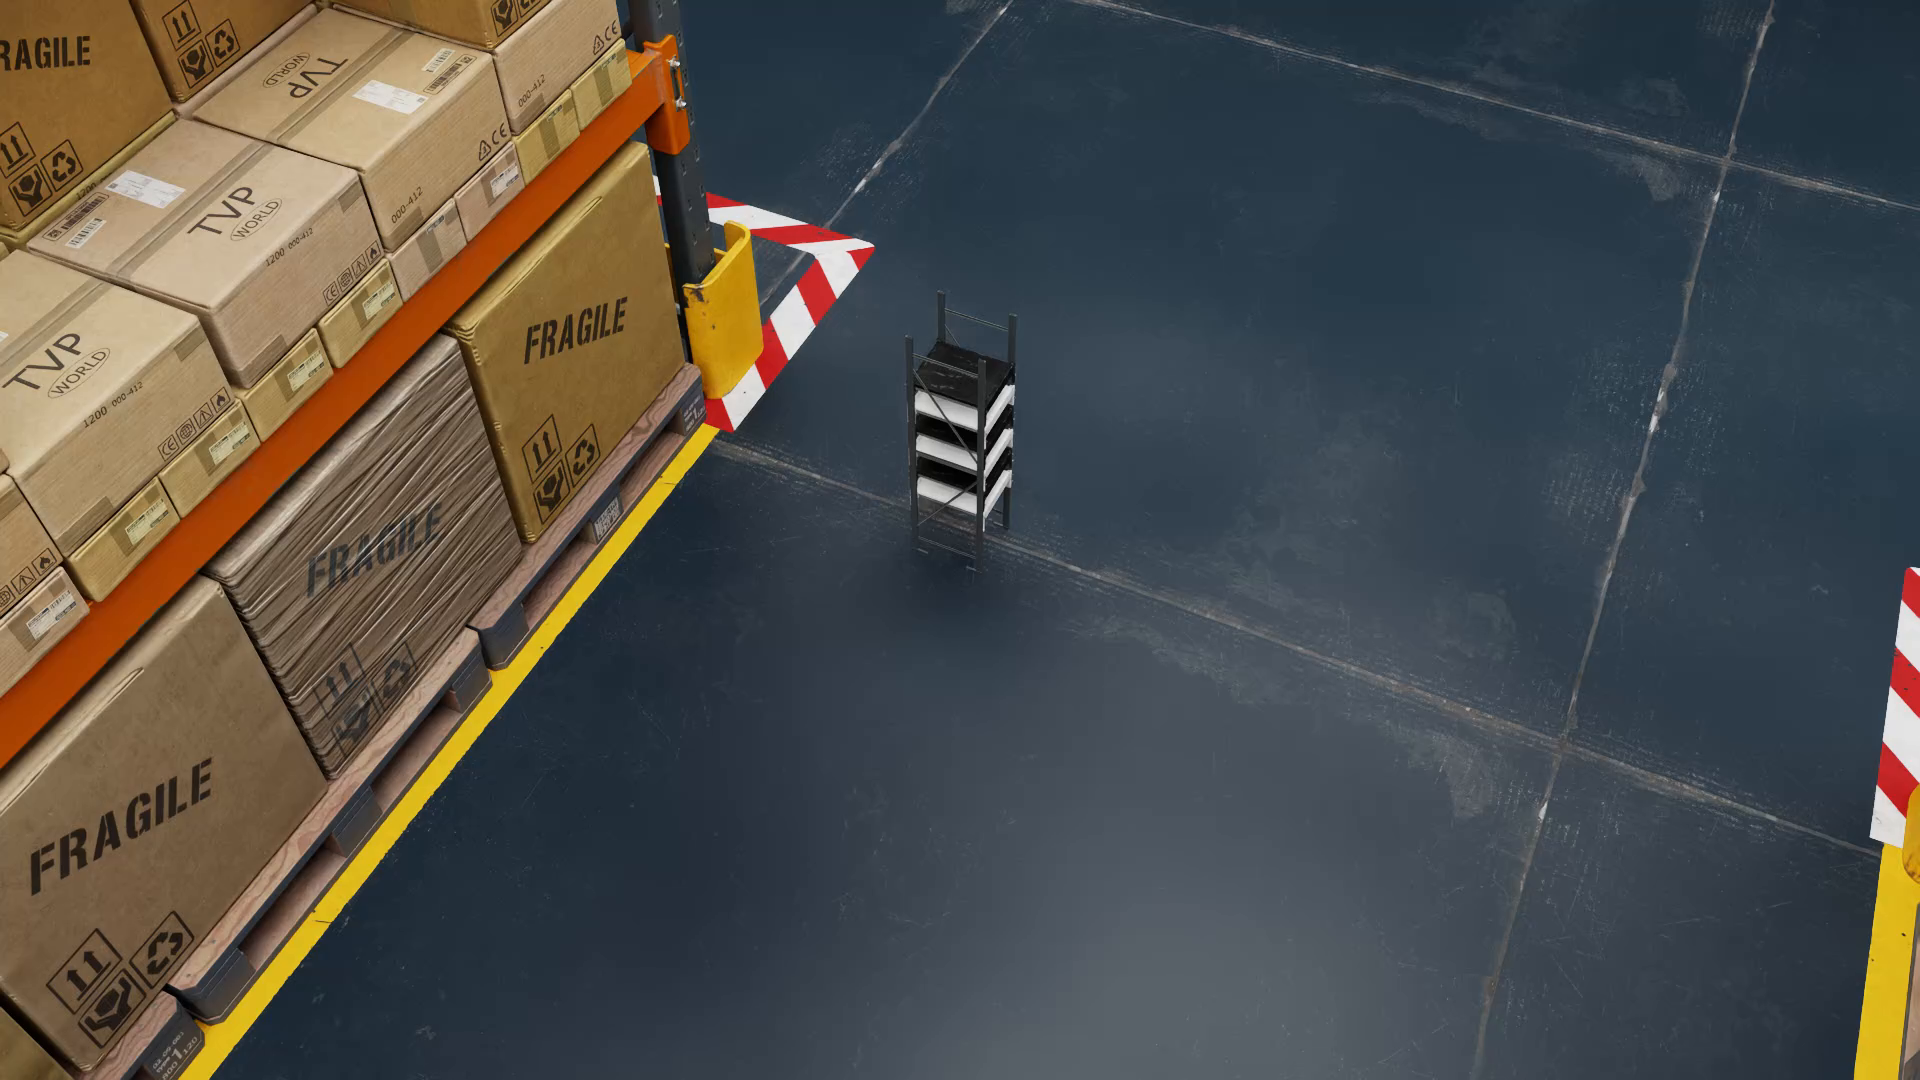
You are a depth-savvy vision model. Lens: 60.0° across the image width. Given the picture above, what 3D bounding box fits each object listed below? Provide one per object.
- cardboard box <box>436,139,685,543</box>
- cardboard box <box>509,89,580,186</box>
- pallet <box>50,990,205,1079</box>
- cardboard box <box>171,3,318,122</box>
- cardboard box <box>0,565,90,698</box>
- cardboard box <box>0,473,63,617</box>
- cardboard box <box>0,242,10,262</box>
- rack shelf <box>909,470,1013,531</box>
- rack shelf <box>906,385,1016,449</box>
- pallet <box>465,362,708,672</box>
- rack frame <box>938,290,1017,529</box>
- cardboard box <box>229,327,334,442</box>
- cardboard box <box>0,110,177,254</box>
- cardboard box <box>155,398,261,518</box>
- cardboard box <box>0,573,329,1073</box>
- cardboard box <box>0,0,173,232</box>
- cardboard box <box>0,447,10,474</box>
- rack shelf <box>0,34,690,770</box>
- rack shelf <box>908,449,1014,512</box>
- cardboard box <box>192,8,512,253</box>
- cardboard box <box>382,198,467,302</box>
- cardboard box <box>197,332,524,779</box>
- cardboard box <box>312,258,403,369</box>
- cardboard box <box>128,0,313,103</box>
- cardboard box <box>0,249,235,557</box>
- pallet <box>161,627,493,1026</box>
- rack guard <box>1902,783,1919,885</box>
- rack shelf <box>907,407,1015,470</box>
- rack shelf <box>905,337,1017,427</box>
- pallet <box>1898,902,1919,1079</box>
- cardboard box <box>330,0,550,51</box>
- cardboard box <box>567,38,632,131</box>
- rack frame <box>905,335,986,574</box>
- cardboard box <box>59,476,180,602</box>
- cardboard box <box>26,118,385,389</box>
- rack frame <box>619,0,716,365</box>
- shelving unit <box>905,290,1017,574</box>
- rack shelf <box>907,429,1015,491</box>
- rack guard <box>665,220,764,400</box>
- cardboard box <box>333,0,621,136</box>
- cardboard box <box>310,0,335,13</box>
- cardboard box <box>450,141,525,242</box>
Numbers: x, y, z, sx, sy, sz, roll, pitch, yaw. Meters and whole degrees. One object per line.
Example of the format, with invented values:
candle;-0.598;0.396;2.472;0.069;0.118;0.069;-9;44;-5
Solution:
cardboard box;-1.478;-0.706;5.000;0.875;0.875;0.875;20;52;16
cardboard box;-1.241;-1.112;4.391;0.380;0.149;0.250;20;53;16
pallet;-2.590;1.435;3.890;1.003;0.211;1.213;20;52;16
cardboard box;-1.942;-1.170;4.179;0.500;0.250;0.500;19;52;16
cardboard box;-2.005;0.123;3.341;0.380;0.149;0.250;20;53;16
cardboard box;-2.115;0.044;3.146;0.500;0.250;0.500;21;53;17
cardboard box;-2.378;-0.464;3.579;0.500;0.250;0.500;19;52;15
rack shelf;0.003;-0.159;5.075;0.258;0.077;0.200;20;52;16
rack shelf;0.003;-0.392;4.800;0.258;0.077;0.200;20;52;16
pallet;-1.548;-0.245;5.320;1.003;0.211;1.213;20;52;16
rack frame;0.047;-0.367;4.972;0.240;0.900;0.006;20;52;16
cardboard box;-1.677;-0.409;3.793;0.380;0.149;0.250;20;52;16
cardboard box;-2.160;-0.825;3.886;0.500;0.250;0.500;18;52;15
cardboard box;-1.785;-0.239;3.648;0.380;0.149;0.250;21;53;17
cardboard box;-2.247;0.534;3.946;0.875;0.875;0.875;20;52;16
cardboard box;-2.156;-1.070;3.602;0.500;0.500;0.500;19;52;15
cardboard box;-2.115;-0.204;2.865;0.500;0.500;0.500;18;52;15
rack shelf;-2.131;-0.115;3.850;1.077;0.370;4.000;20;52;16
rack shelf;0.003;-0.217;5.006;0.258;0.077;0.200;20;52;16
cardboard box;-1.461;-1.004;4.038;0.500;0.250;0.500;19;52;15
cardboard box;-1.457;-0.767;4.098;0.380;0.149;0.250;21;53;17
cardboard box;-1.867;-0.079;4.467;0.875;0.875;0.875;20;52;16
cardboard box;-1.566;-0.587;3.945;0.380;0.149;0.250;19;52;15
cardboard box;-1.940;-1.429;3.907;0.500;0.500;0.500;19;52;15
cardboard box;-1.897;-0.293;3.433;0.500;0.250;0.500;20;52;16
pallet;-2.070;0.592;4.608;1.003;0.211;1.213;20;52;16
rack guard;3.132;0.821;4.223;1.175;0.500;0.348;20;52;16
rack shelf;0.003;-0.334;4.869;0.258;0.077;0.200;20;52;16
rack shelf;0.003;-0.451;4.732;0.258;0.077;0.200;20;52;16
pallet;2.753;1.462;3.867;1.003;0.211;1.213;20;52;16
cardboard box;-1.247;-1.595;4.048;0.500;0.500;0.500;20;53;17
cardboard box;-1.131;-1.291;4.544;0.380;0.149;0.250;21;53;17
rack frame;-0.040;-0.227;4.852;0.240;0.900;0.006;20;52;16
cardboard box;-1.894;-0.058;3.495;0.380;0.149;0.250;18;52;15
cardboard box;-1.678;-0.653;3.739;0.500;0.250;0.500;18;52;15
rack frame;-1.277;-1.725;4.748;1.000;3.000;0.127;20;52;16
shelving unit;0.003;-0.297;4.912;0.258;0.900;0.210;20;52;16
rack shelf;0.003;-0.276;4.937;0.258;0.077;0.200;20;52;16
rack guard;-1.267;-0.931;5.714;1.175;0.500;0.348;20;52;16
cardboard box;-1.244;-1.353;4.335;0.500;0.250;0.500;19;52;16
cardboard box;-1.726;-1.530;4.486;0.500;0.250;0.500;19;52;15
cardboard box;-1.350;-0.938;4.244;0.380;0.149;0.250;20;52;16
